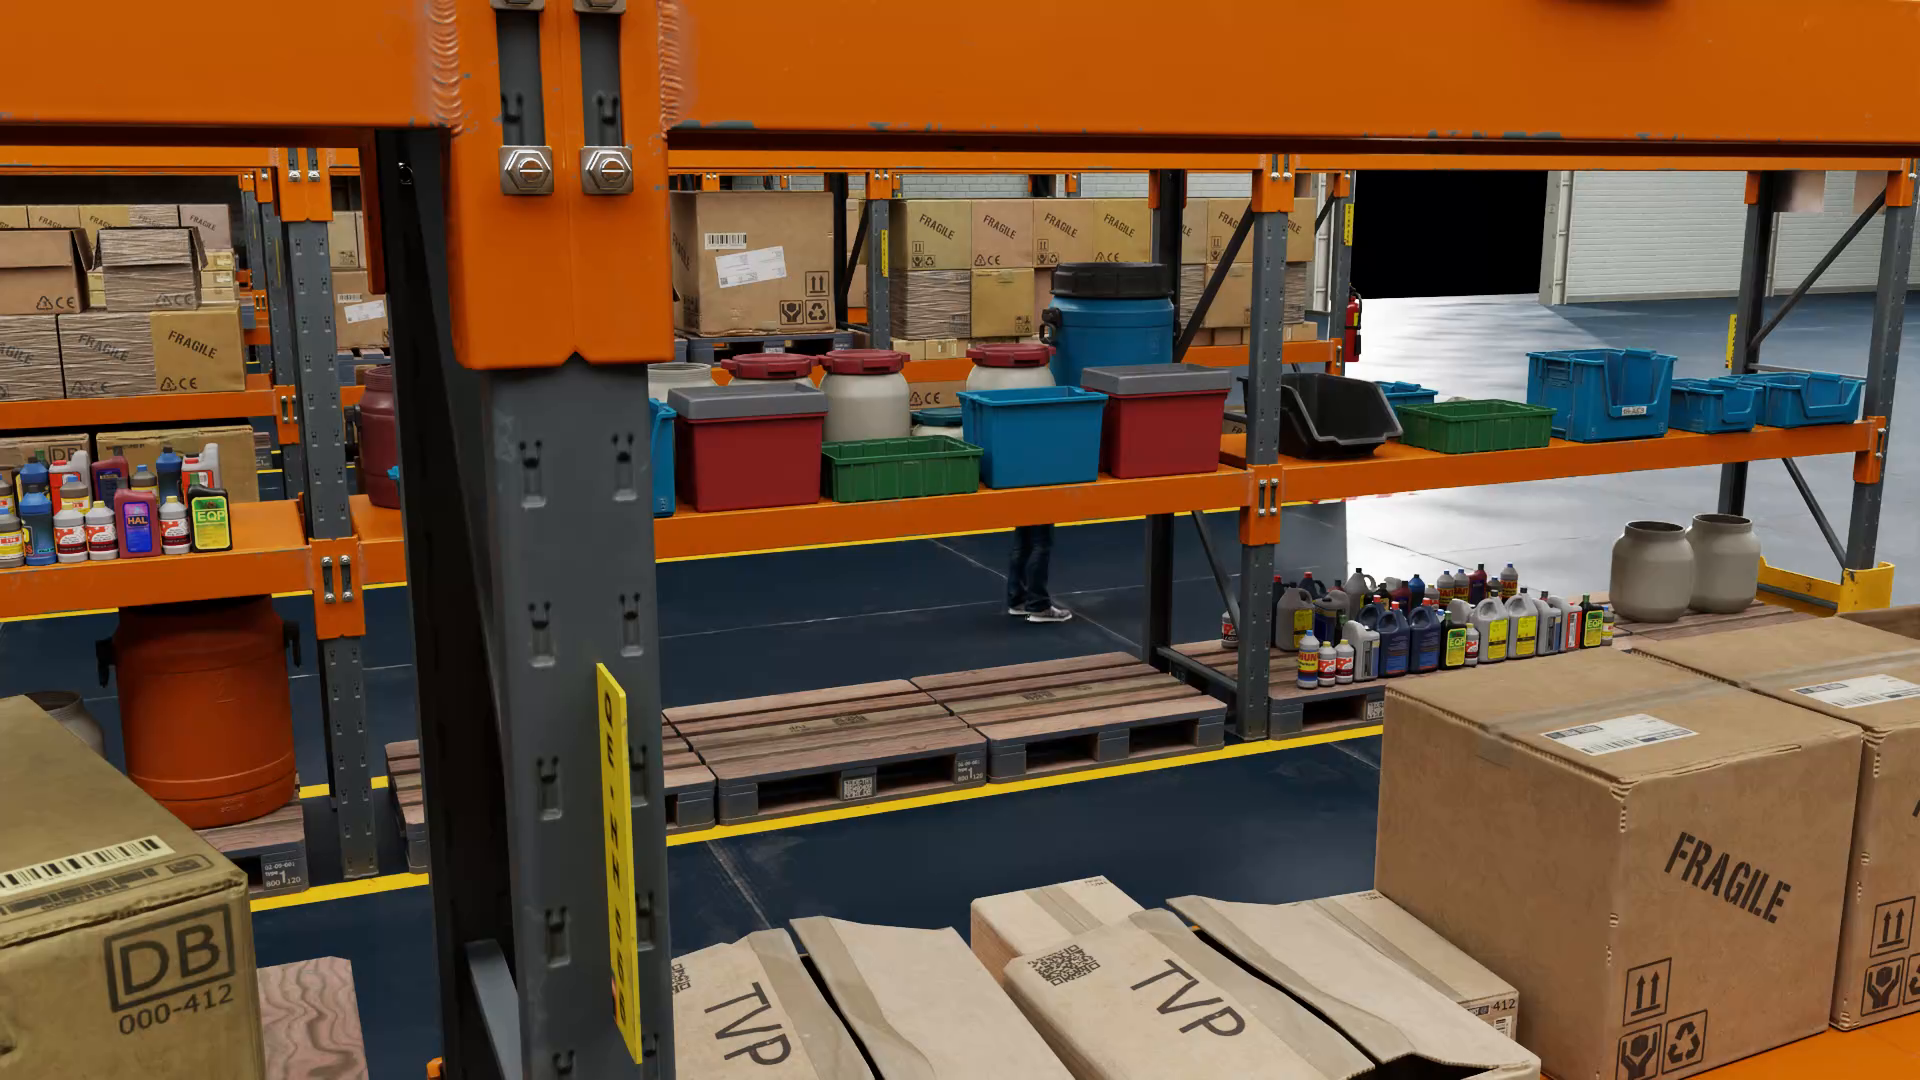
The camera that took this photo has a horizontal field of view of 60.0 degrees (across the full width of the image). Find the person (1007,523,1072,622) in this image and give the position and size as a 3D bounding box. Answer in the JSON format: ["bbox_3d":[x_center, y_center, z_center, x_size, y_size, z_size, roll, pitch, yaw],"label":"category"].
[{"bbox_3d":[0.479,-0.319,9.941,0.473,1.599,0.414,-5,13,-23],"label":"person"}]
